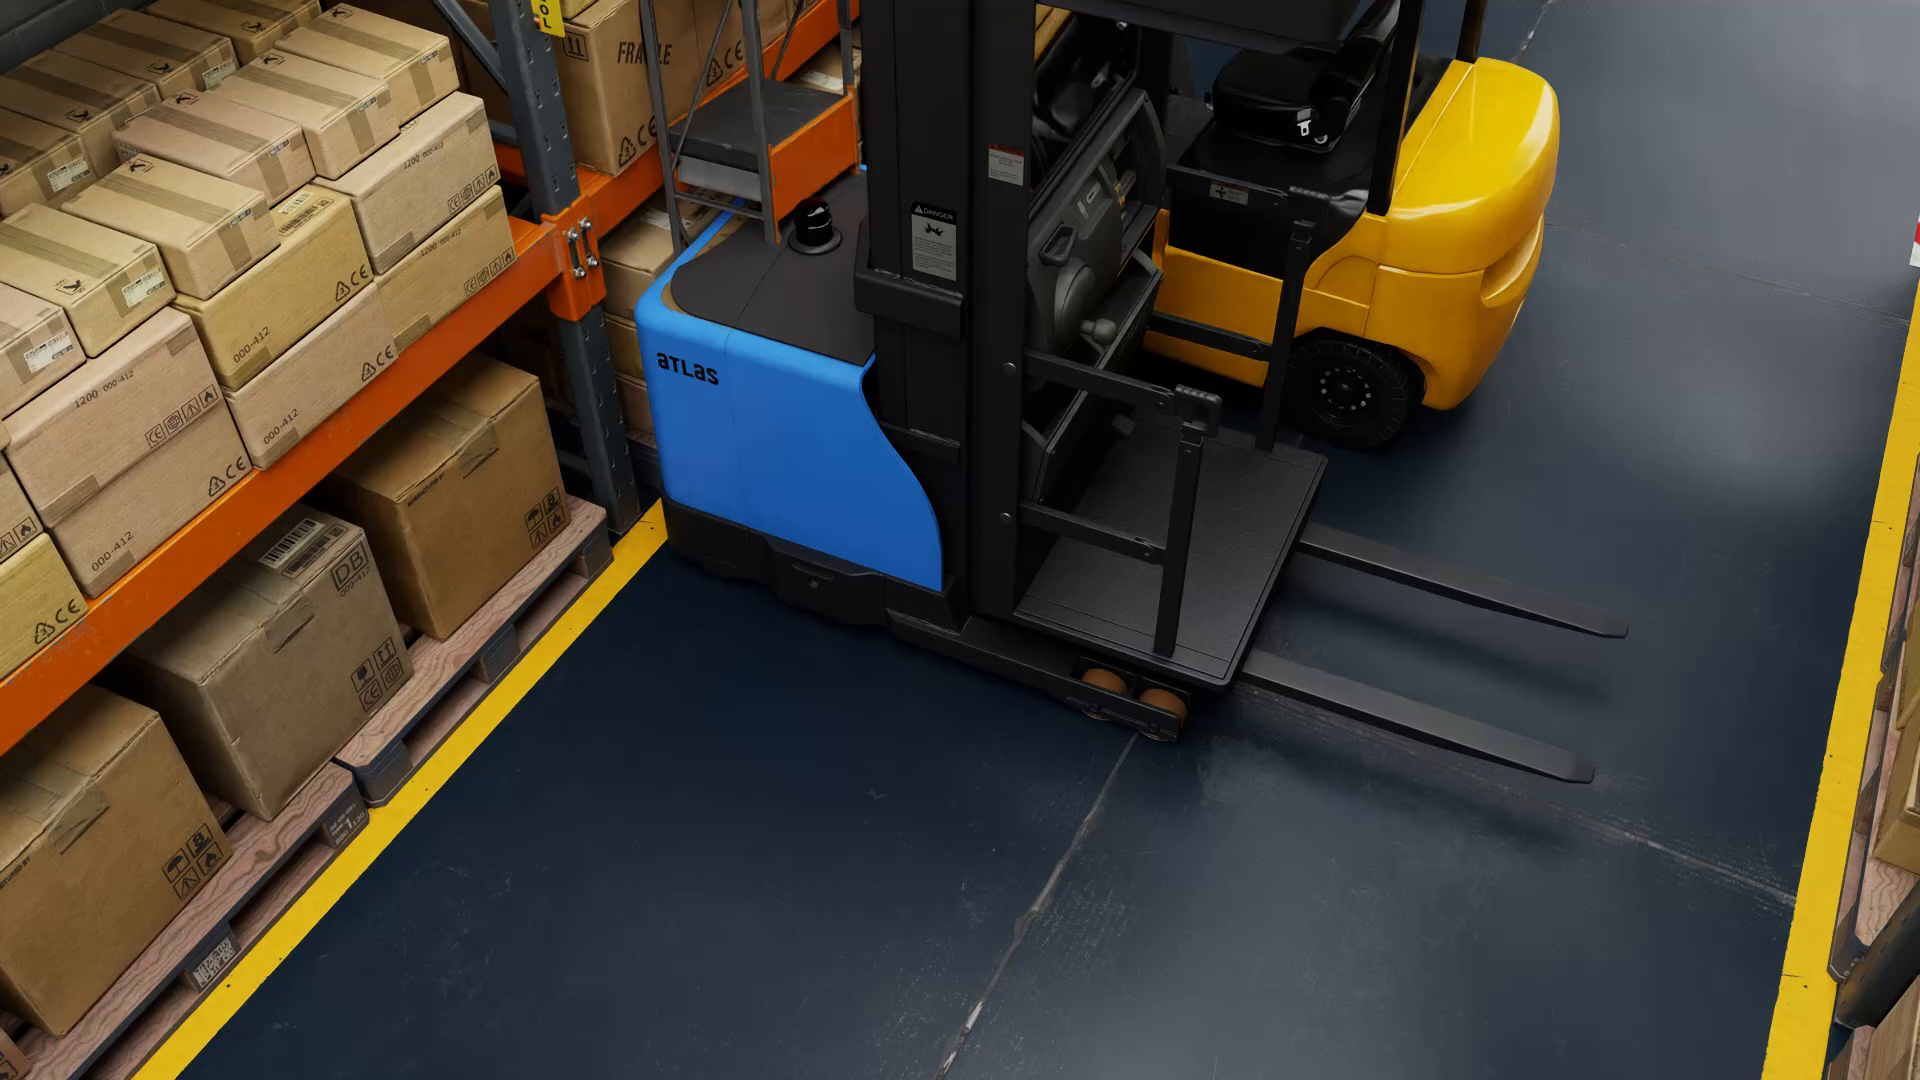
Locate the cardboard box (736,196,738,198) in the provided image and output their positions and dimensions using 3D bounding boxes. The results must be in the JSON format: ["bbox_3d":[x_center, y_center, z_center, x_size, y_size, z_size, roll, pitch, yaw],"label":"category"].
[{"bbox_3d":[-0.835,-1.318,5.879,0.500,0.250,0.500,21,49,19],"label":"cardboard box"}]

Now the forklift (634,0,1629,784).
[{"bbox_3d":[0.568,-0.845,4.524,3.031,2.935,1.130,18,48,17],"label":"forklift"}]

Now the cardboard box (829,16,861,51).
[{"bbox_3d":[-0.363,-1.963,6.517,0.500,0.250,0.500,20,49,18],"label":"cardboard box"}]

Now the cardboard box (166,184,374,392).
[{"bbox_3d":[-1.817,-0.668,4.056,0.500,0.250,0.500,19,48,18],"label":"cardboard box"}]

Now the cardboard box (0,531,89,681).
[{"bbox_3d":[-2.305,0.140,3.608,0.500,0.250,0.500,22,49,20],"label":"cardboard box"}]

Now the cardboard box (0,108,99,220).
[{"bbox_3d":[-2.325,-0.902,4.006,0.380,0.149,0.250,20,49,19],"label":"cardboard box"}]

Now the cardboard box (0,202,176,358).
[{"bbox_3d":[-1.991,-0.581,3.689,0.380,0.149,0.250,19,48,18],"label":"cardboard box"}]

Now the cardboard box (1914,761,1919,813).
[{"bbox_3d":[2.852,0.465,4.292,0.500,0.500,0.500,20,49,19],"label":"cardboard box"}]

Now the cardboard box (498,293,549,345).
[{"bbox_3d":[-1.539,-0.997,5.913,0.500,0.250,0.500,19,48,18],"label":"cardboard box"}]

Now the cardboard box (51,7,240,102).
[{"bbox_3d":[-2.108,-1.227,4.327,0.380,0.149,0.250,19,48,18],"label":"cardboard box"}]

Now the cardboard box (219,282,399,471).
[{"bbox_3d":[-1.814,-0.491,4.231,0.500,0.250,0.500,20,49,19],"label":"cardboard box"}]

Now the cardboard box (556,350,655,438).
[{"bbox_3d":[-1.066,-0.642,5.914,0.500,0.250,0.500,21,49,19],"label":"cardboard box"}]

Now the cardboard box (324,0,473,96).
[{"bbox_3d":[-1.614,-1.673,5.224,0.500,0.500,0.500,20,49,19],"label":"cardboard box"}]

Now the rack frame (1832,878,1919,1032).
[{"bbox_3d":[2.815,0.371,3.275,1.000,3.000,0.127,20,49,19],"label":"rack frame"}]

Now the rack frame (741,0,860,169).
[{"bbox_3d":[-0.506,-1.297,5.450,0.400,2.100,0.015,18,43,22],"label":"rack frame"}]

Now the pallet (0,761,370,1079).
[{"bbox_3d":[-2.456,0.963,4.650,1.003,0.211,1.213,20,49,19],"label":"pallet"}]

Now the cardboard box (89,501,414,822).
[{"bbox_3d":[-2.183,0.240,4.778,0.875,0.625,0.625,20,49,19],"label":"cardboard box"}]

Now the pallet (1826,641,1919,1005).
[{"bbox_3d":[3.095,0.916,4.696,1.003,0.211,1.213,20,49,19],"label":"pallet"}]

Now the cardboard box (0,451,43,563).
[{"bbox_3d":[-2.311,-0.037,3.431,0.500,0.250,0.500,21,49,20],"label":"cardboard box"}]

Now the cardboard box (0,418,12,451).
[{"bbox_3d":[-2.167,-0.233,3.345,0.380,0.149,0.250,19,48,18],"label":"cardboard box"}]

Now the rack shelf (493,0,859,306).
[{"bbox_3d":[-0.655,-2.273,6.393,1.077,0.370,4.000,20,49,19],"label":"rack shelf"}]

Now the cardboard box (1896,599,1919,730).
[{"bbox_3d":[3.089,0.390,4.894,0.500,0.250,0.500,19,48,18],"label":"cardboard box"}]

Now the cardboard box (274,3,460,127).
[{"bbox_3d":[-1.545,-1.240,4.341,0.380,0.149,0.250,22,49,20],"label":"cardboard box"}]

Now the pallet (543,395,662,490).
[{"bbox_3d":[-1.177,-0.773,6.365,1.003,0.211,1.213,20,49,19],"label":"pallet"}]

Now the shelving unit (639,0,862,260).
[{"bbox_3d":[-0.623,-1.161,5.284,0.431,2.100,0.503,18,43,22],"label":"shelving unit"}]

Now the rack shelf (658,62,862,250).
[{"bbox_3d":[-0.623,-1.151,5.293,0.431,0.518,0.480,18,43,22],"label":"rack shelf"}]

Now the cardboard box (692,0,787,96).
[{"bbox_3d":[-0.919,-1.828,5.377,0.500,0.500,0.500,21,49,20],"label":"cardboard box"}]

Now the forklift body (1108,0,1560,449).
[{"bbox_3d":[1.009,-1.690,5.908,2.313,2.155,1.214,20,49,19],"label":"forklift body"}]

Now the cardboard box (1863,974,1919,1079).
[{"bbox_3d":[2.573,1.478,3.732,0.950,0.372,0.625,21,49,20],"label":"cardboard box"}]

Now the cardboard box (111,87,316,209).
[{"bbox_3d":[-1.809,-0.935,4.039,0.380,0.149,0.250,20,49,19],"label":"cardboard box"}]

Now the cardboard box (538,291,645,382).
[{"bbox_3d":[-1.086,-0.825,5.743,0.500,0.250,0.500,20,49,19],"label":"cardboard box"}]

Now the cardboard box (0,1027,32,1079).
[{"bbox_3d":[-2.842,1.139,3.890,0.875,0.625,0.625,22,49,20],"label":"cardboard box"}]
